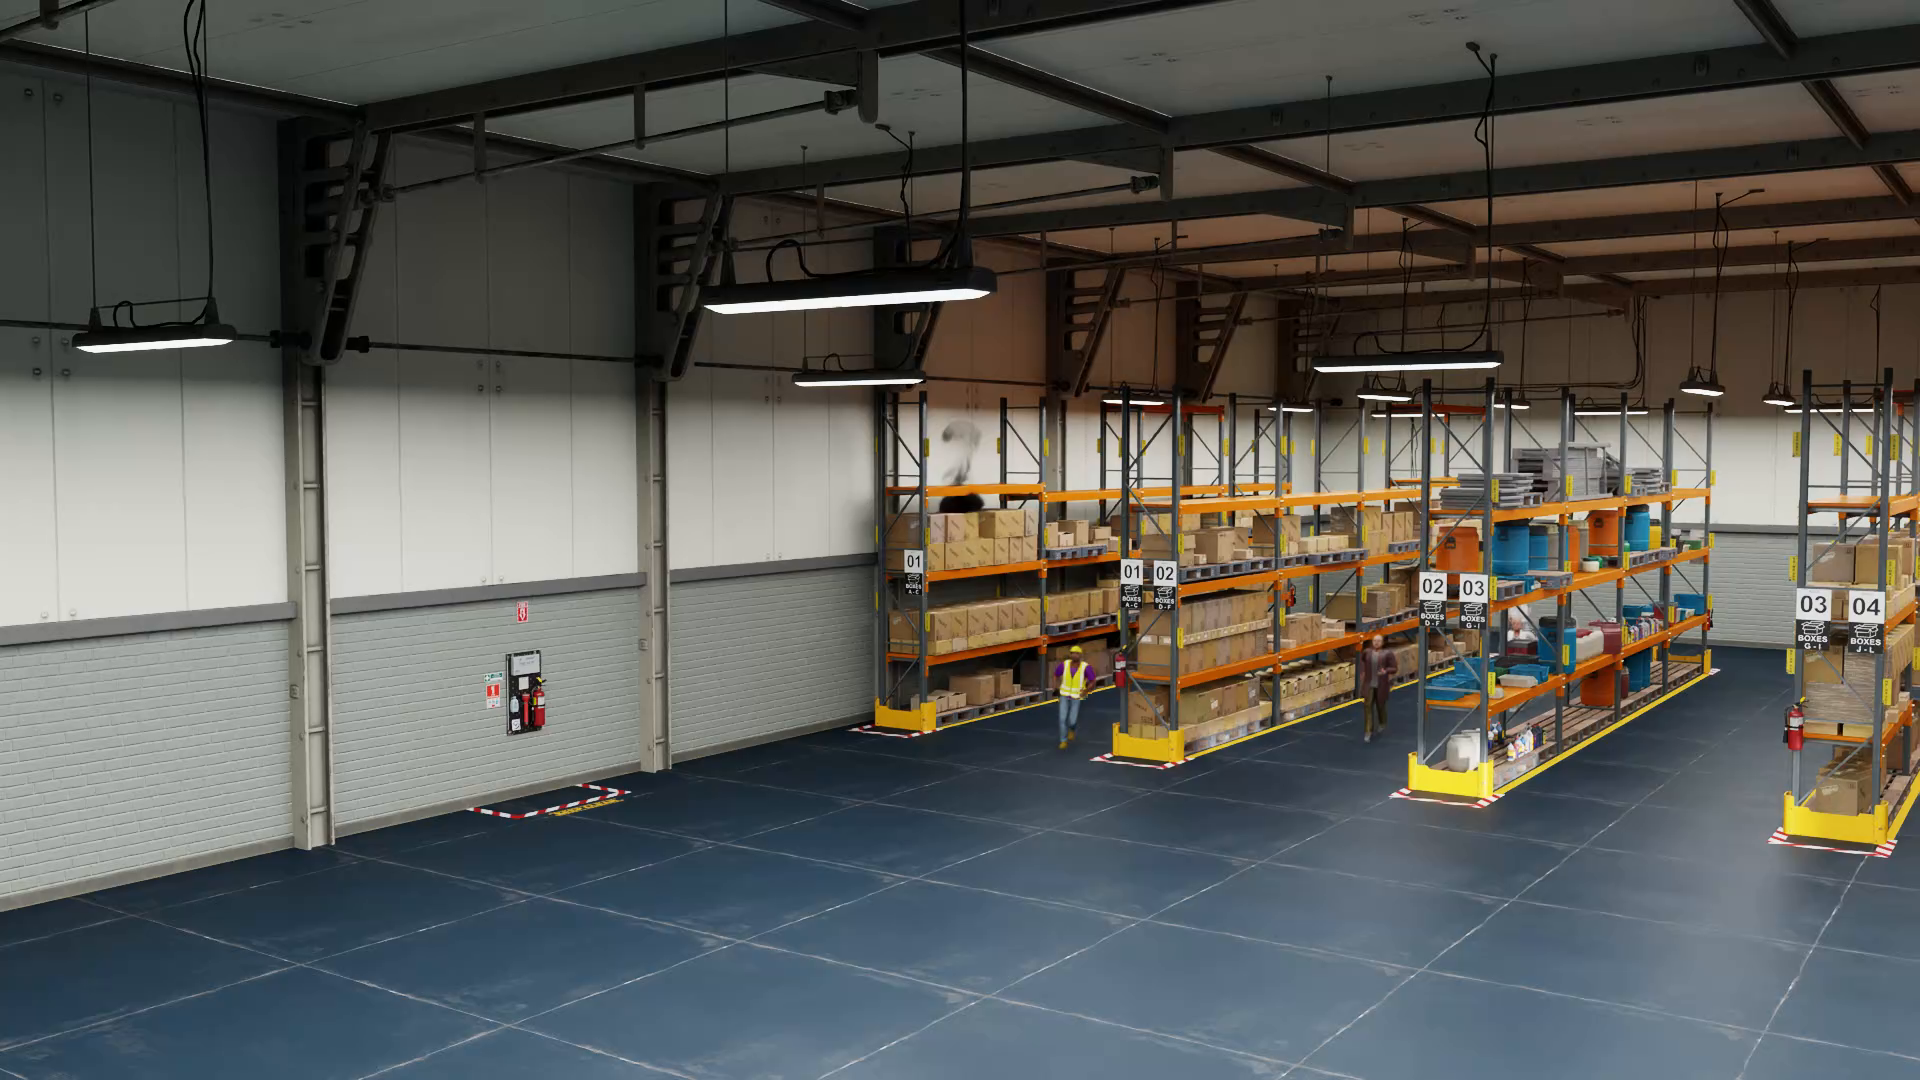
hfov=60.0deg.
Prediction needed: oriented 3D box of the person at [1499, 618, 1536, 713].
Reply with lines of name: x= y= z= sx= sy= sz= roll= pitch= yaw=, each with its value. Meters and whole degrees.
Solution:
person: x=10.664 y=2.382 z=31.798 sx=0.721 sy=1.788 sz=0.917 roll=2 pitch=4 yaw=32

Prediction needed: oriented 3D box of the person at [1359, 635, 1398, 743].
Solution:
person: x=7.150 y=2.516 z=28.519 sx=0.703 sy=1.802 sz=1.047 roll=2 pitch=4 yaw=26

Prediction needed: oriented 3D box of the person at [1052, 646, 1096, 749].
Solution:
person: x=1.902 y=2.612 z=27.833 sx=0.737 sy=1.714 sz=0.643 roll=1 pitch=3 yaw=16

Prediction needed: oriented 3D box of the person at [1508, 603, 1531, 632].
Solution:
person: x=13.347 y=1.937 z=39.650 sx=0.684 sy=1.740 sz=0.558 roll=0 pitch=3 yaw=-2
